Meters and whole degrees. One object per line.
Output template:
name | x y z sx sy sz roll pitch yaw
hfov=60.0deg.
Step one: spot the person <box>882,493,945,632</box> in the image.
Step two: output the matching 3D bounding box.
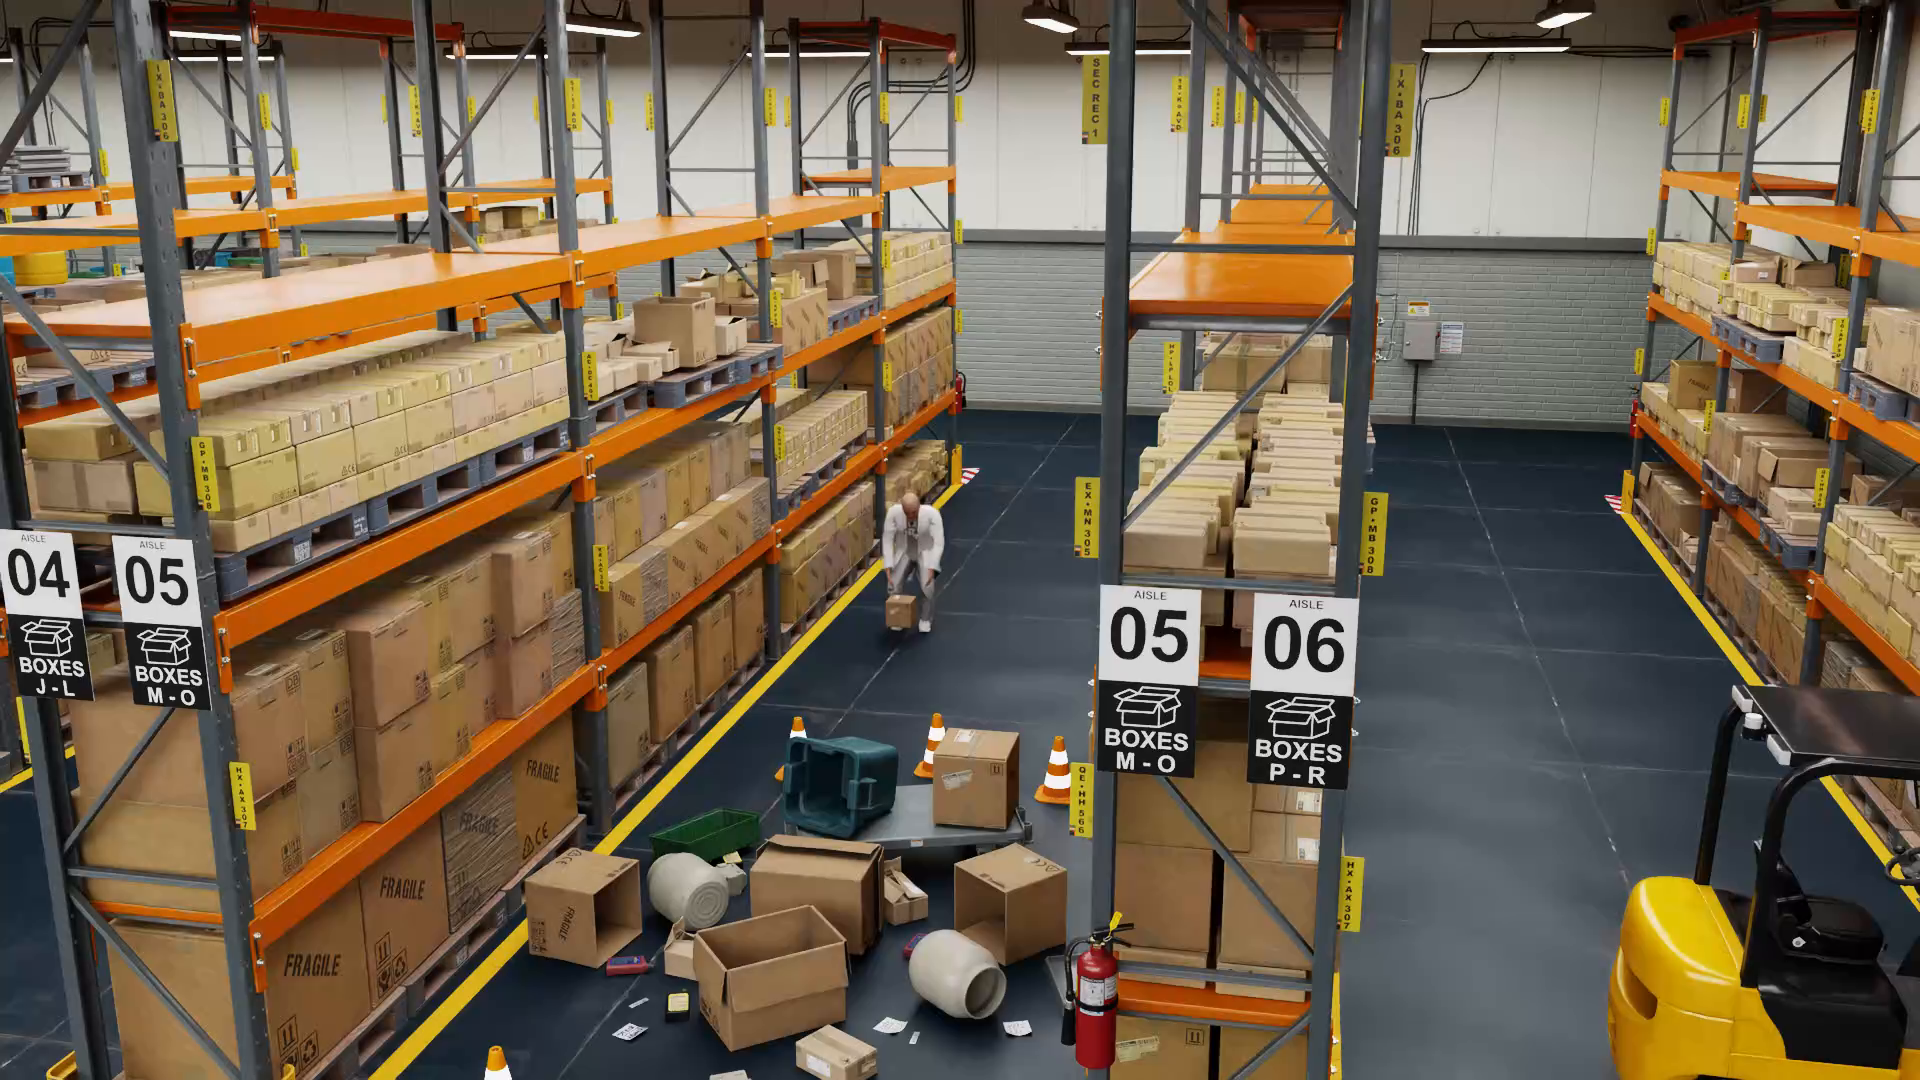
person | -0.442 0.195 16.441 0.632 1.441 0.700 3 15 11
